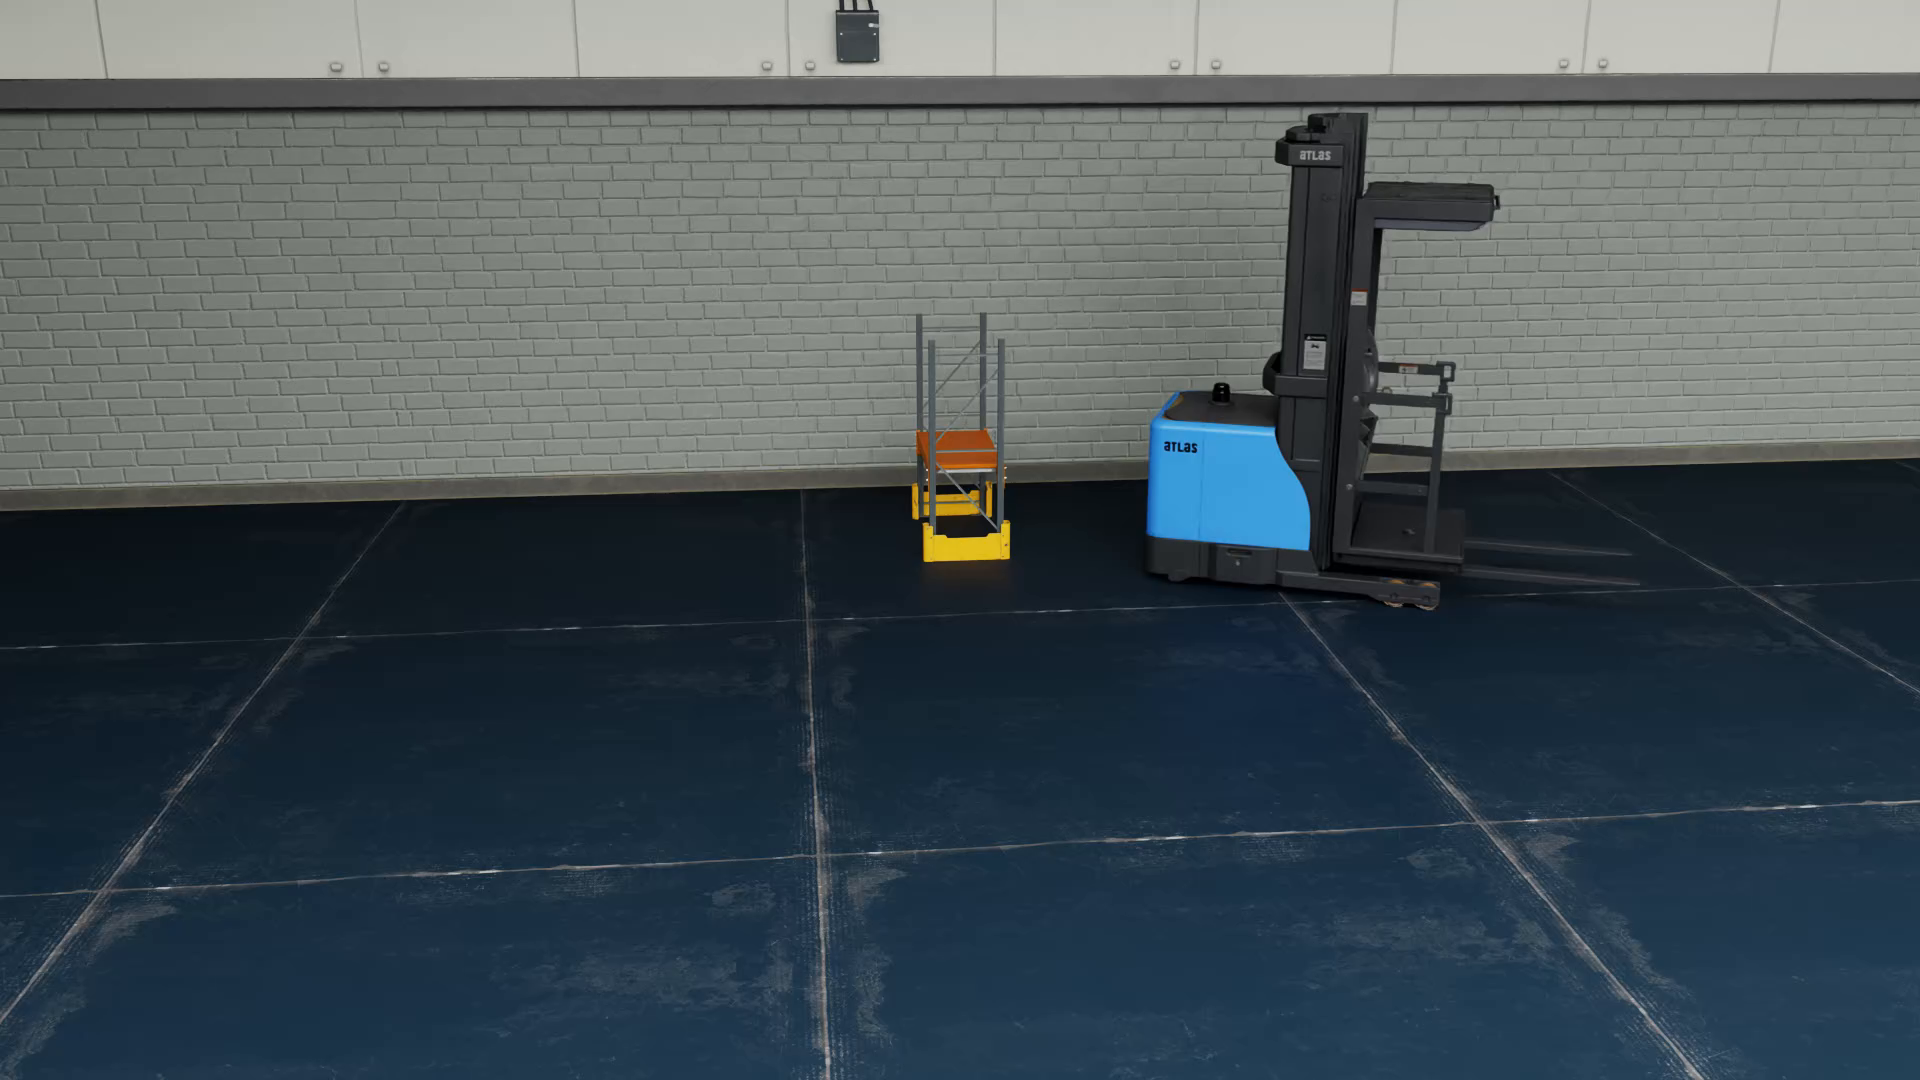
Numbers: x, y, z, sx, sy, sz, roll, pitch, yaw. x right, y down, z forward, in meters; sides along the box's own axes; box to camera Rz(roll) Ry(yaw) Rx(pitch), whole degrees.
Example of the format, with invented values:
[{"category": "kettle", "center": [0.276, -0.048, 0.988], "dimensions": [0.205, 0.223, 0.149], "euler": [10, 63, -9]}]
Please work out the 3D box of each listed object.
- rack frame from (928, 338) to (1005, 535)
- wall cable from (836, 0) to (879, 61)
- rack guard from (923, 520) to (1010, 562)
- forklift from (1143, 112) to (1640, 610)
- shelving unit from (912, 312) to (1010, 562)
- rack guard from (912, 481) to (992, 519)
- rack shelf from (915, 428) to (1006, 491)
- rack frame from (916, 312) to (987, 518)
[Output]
[{"category": "rack frame", "center": [0.044, -0.590, 11.051], "dimensions": [0.500, 1.500, 0.032], "euler": [-2, 18, -6]}, {"category": "wall cable", "center": [0.261, -6.347, 11.194], "dimensions": [2.305, 6.003, 0.169], "euler": [-2, 18, -6]}, {"category": "rack guard", "center": [0.044, 0.006, 11.239], "dimensions": [0.587, 0.250, 0.087], "euler": [-2, 18, -6]}, {"category": "forklift", "center": [2.768, -1.142, 10.423], "dimensions": [3.031, 2.935, 1.130], "euler": [5, 18, 16]}, {"category": "shelving unit", "center": [-0.008, -0.738, 11.525], "dimensions": [0.587, 1.500, 1.083], "euler": [-2, 18, -6]}, {"category": "rack guard", "center": [-0.059, -0.290, 12.185], "dimensions": [0.587, 0.250, 0.087], "euler": [-2, 18, -6]}, {"category": "rack shelf", "center": [-0.009, -0.569, 11.587], "dimensions": [0.538, 0.185, 1.000], "euler": [-2, 18, -6]}, {"category": "rack frame", "center": [-0.061, -0.892, 12.016], "dimensions": [0.500, 1.500, 0.032], "euler": [-2, 18, -6]}]
